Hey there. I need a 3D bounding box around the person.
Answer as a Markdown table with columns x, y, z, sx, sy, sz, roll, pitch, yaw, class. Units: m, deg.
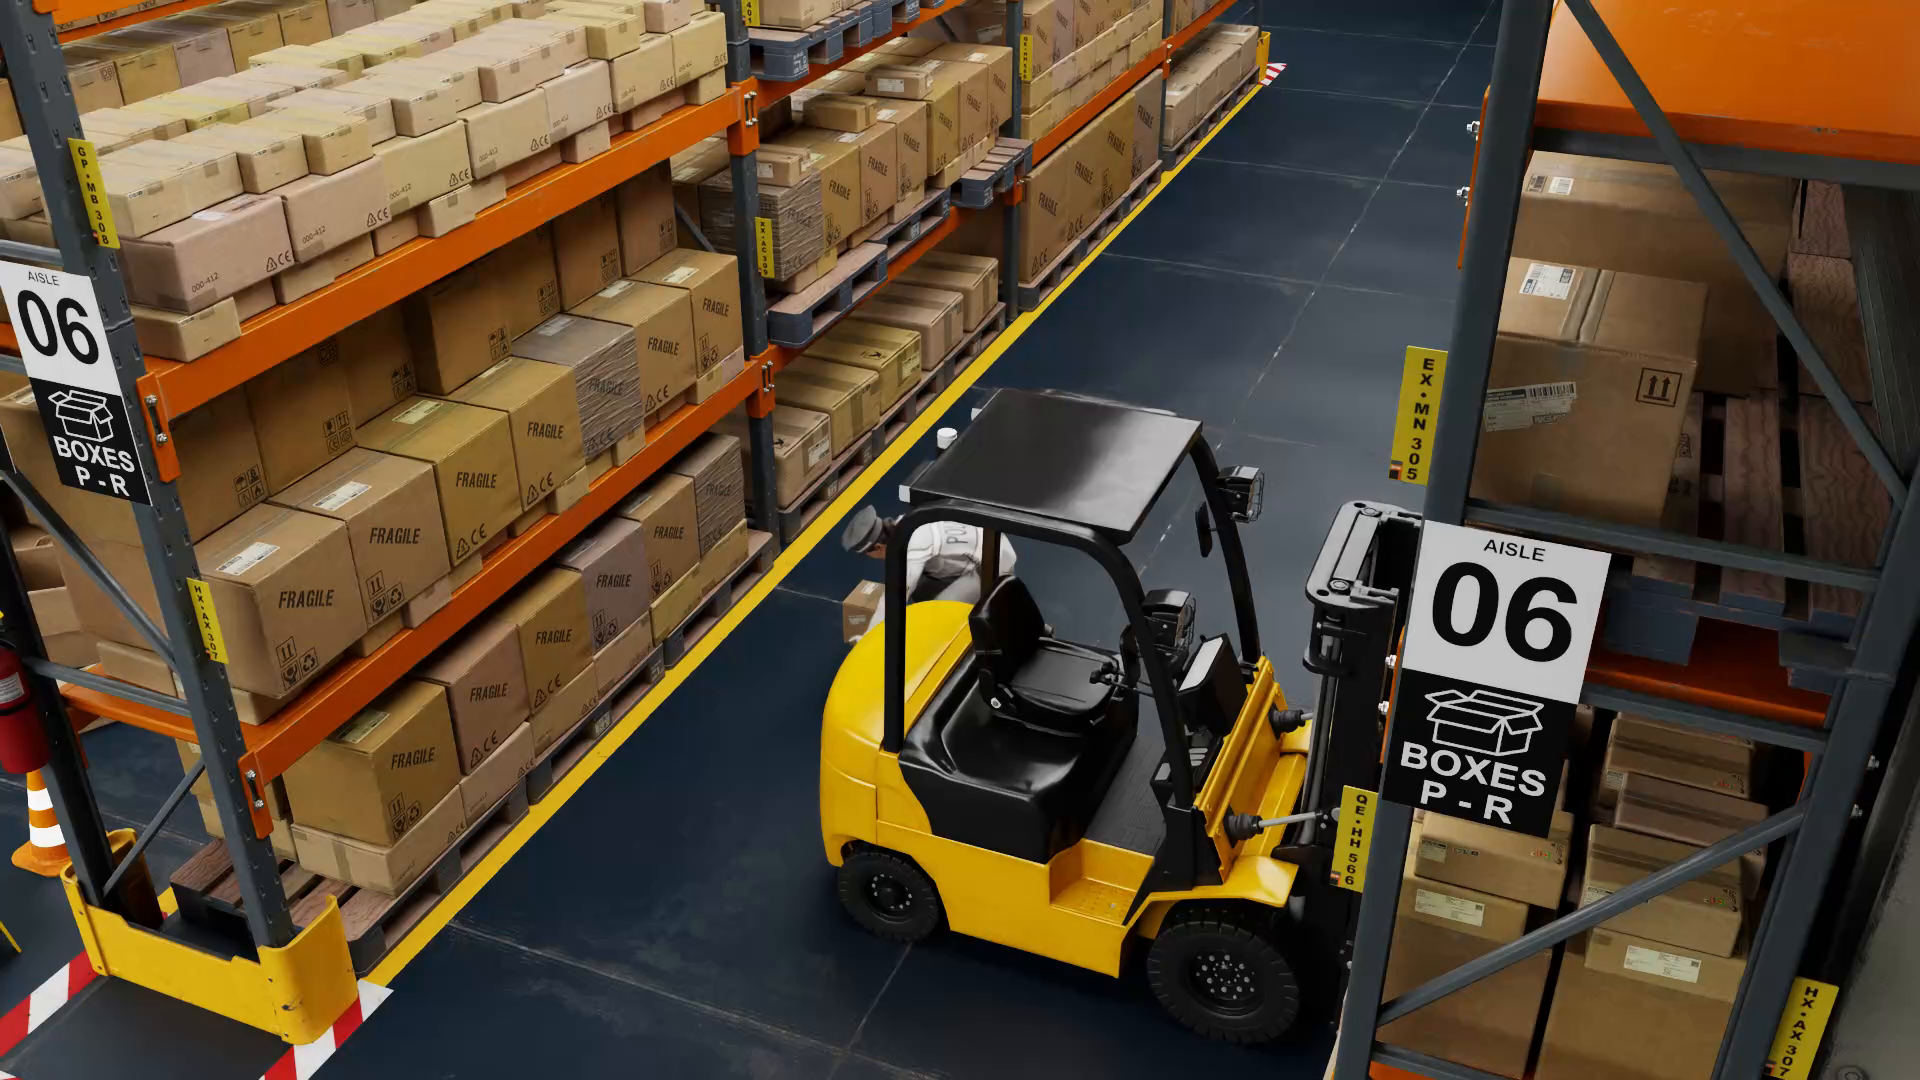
| x | y | z | sx | sy | sz | roll | pitch | yaw | class |
| --- | --- | --- | --- | --- | --- | --- | --- | --- | --- |
| -0.166 | 0.243 | 8.663 | 0.893 | 0.978 | 0.467 | -5 | 30 | -8 | person |
